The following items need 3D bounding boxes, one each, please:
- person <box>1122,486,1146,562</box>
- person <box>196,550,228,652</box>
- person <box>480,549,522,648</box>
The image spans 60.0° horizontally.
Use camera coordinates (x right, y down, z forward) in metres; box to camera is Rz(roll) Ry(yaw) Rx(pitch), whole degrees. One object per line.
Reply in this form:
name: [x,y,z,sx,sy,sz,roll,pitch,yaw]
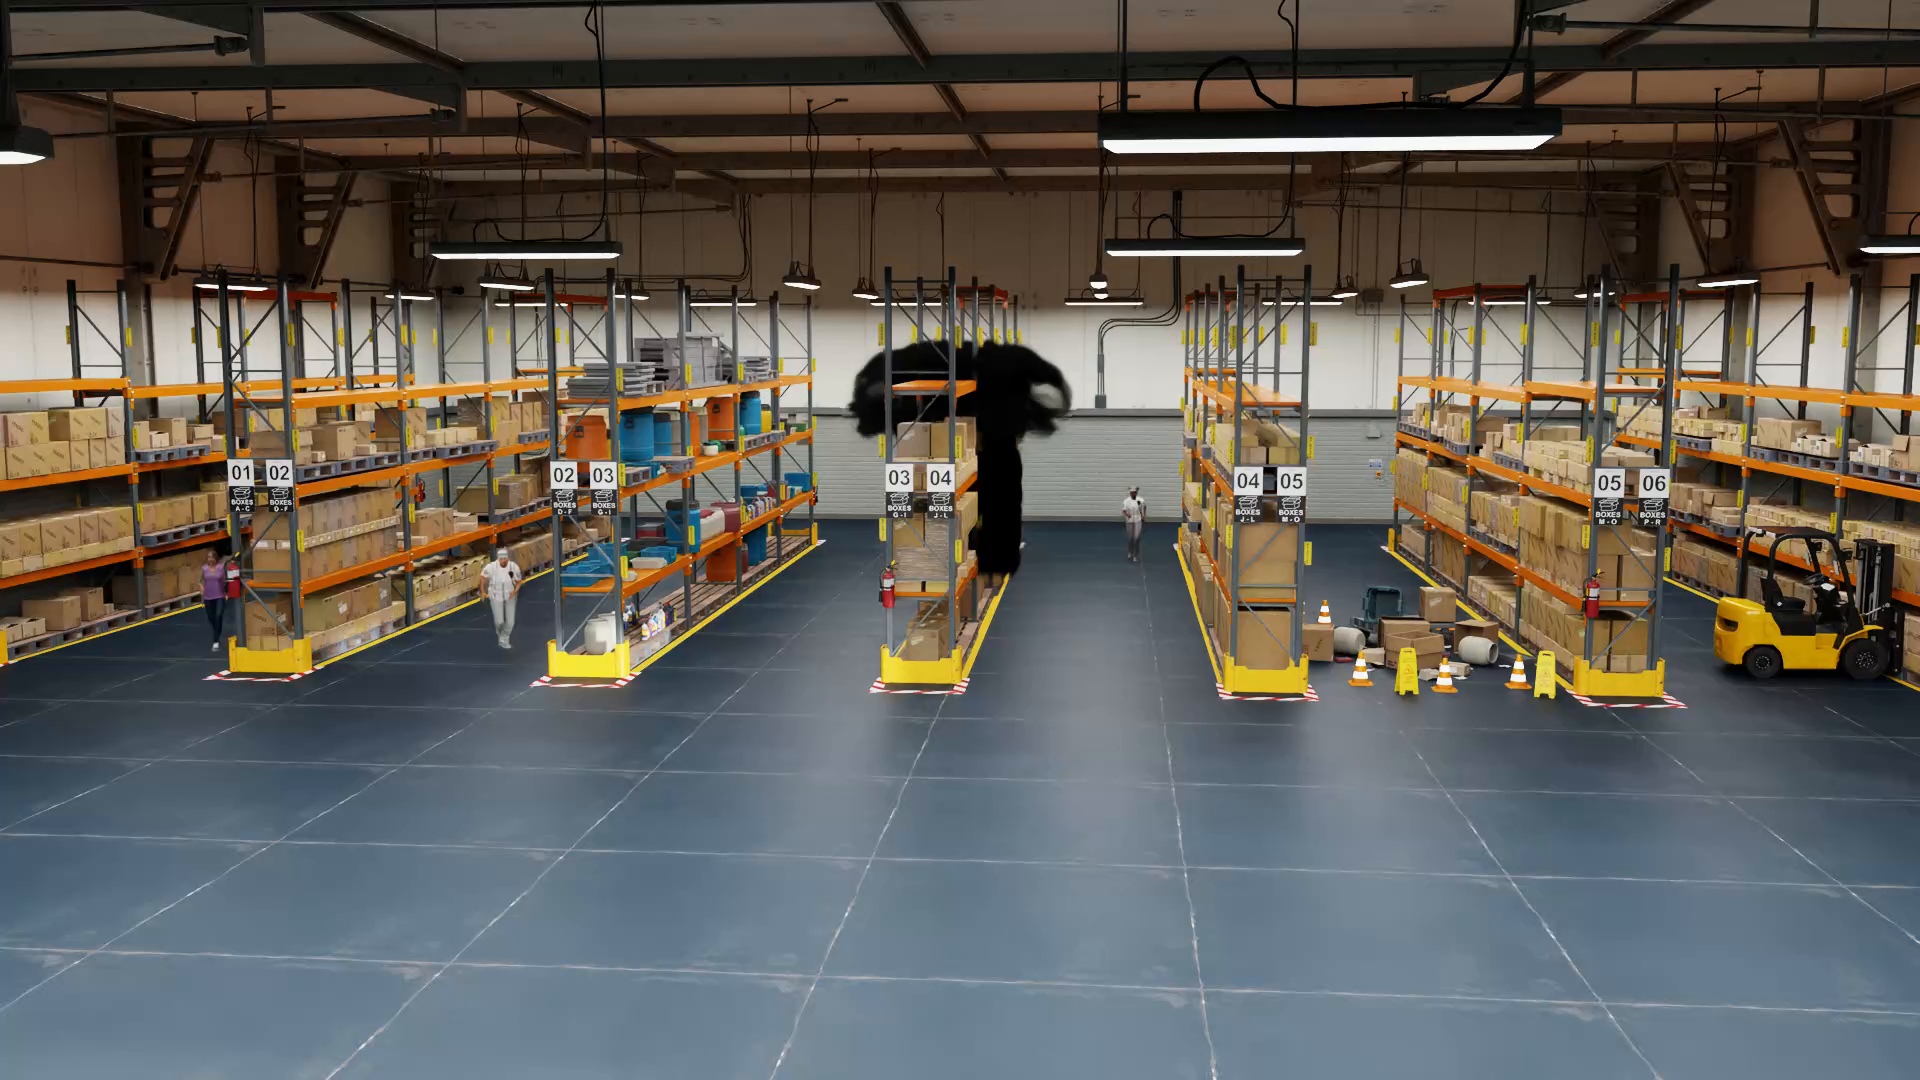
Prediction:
person: [3.915,-0.365,37.462,0.525,1.741,0.767,2,7,12]
person: [-12.057,0.954,26.925,0.538,1.599,0.848,-2,7,-15]
person: [-6.953,0.891,25.219,0.614,1.565,0.644,-2,7,-19]
